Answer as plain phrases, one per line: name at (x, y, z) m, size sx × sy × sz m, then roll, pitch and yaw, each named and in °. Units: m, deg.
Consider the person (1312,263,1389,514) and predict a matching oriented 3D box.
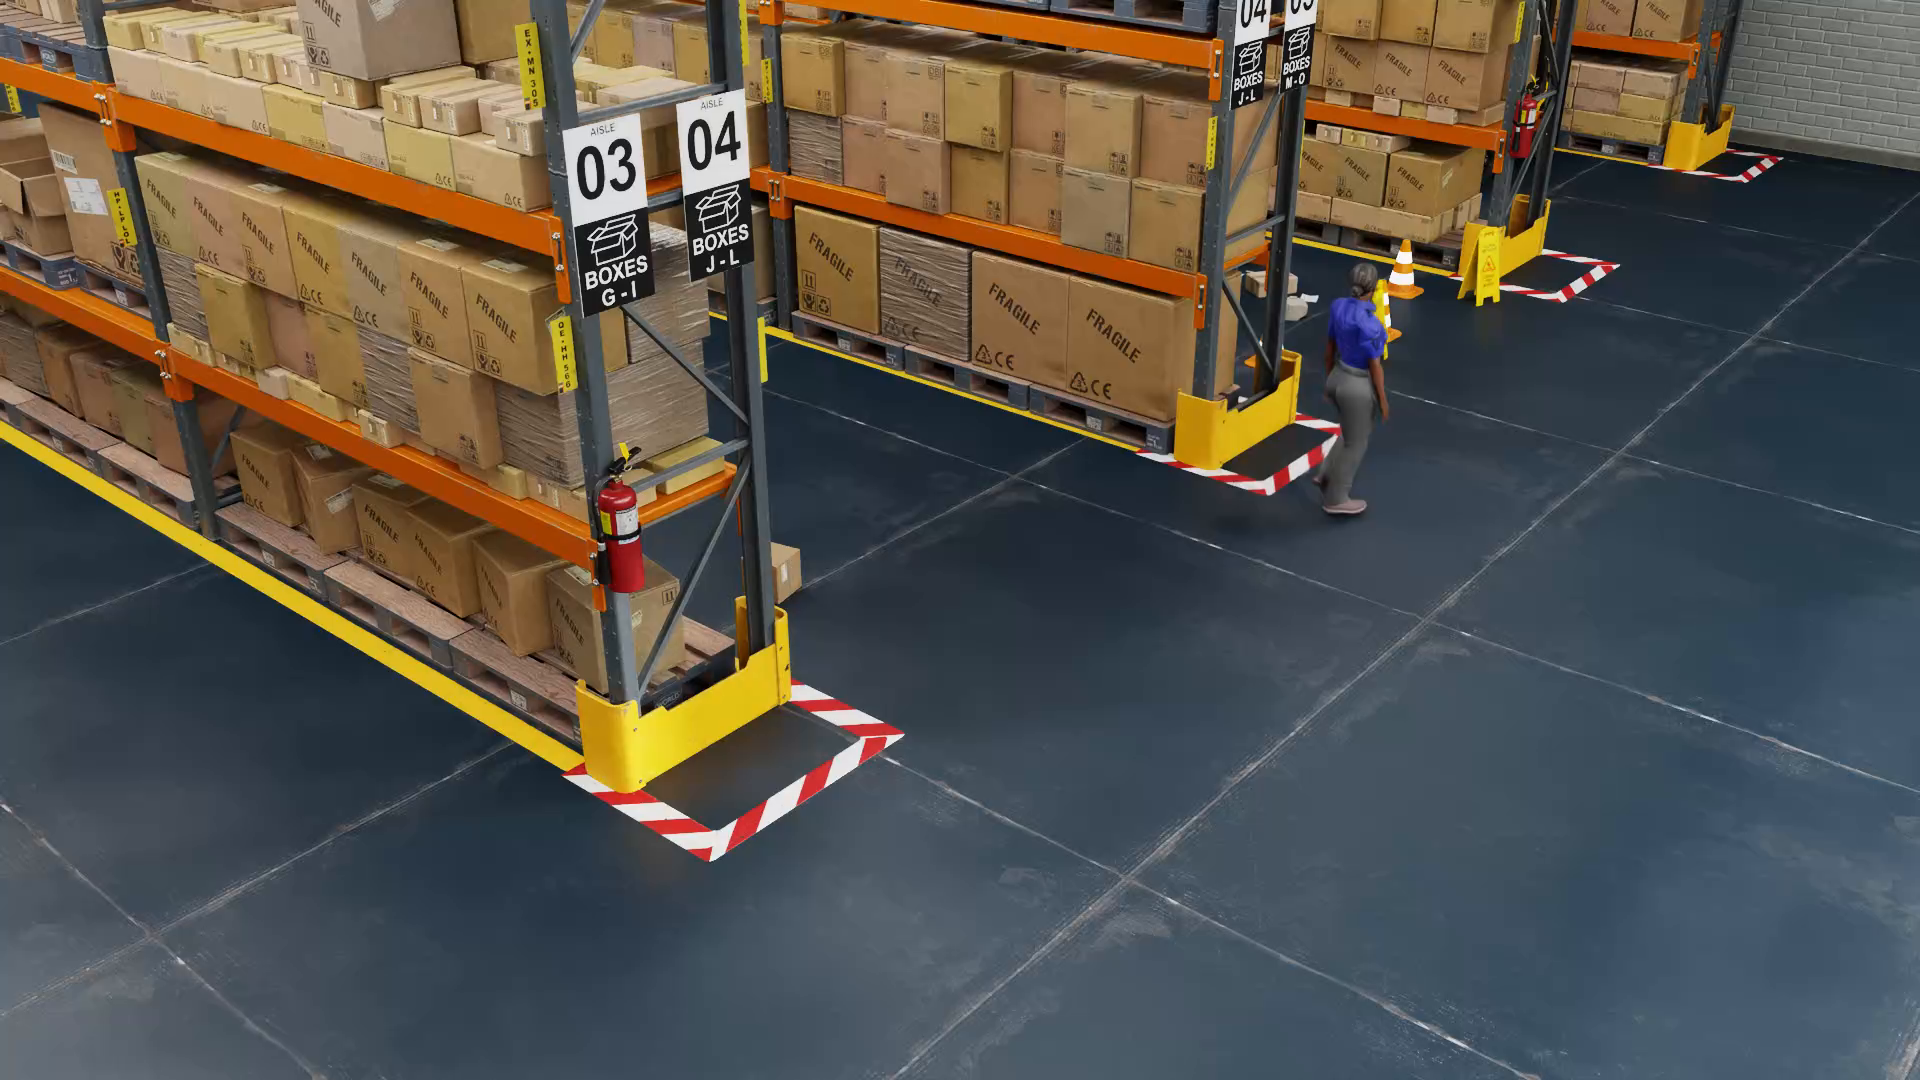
person at (2.491, -0.918, 10.380) m, size 0.399 × 1.677 × 0.454 m, roll -7°, pitch 28°, yaw -13°
